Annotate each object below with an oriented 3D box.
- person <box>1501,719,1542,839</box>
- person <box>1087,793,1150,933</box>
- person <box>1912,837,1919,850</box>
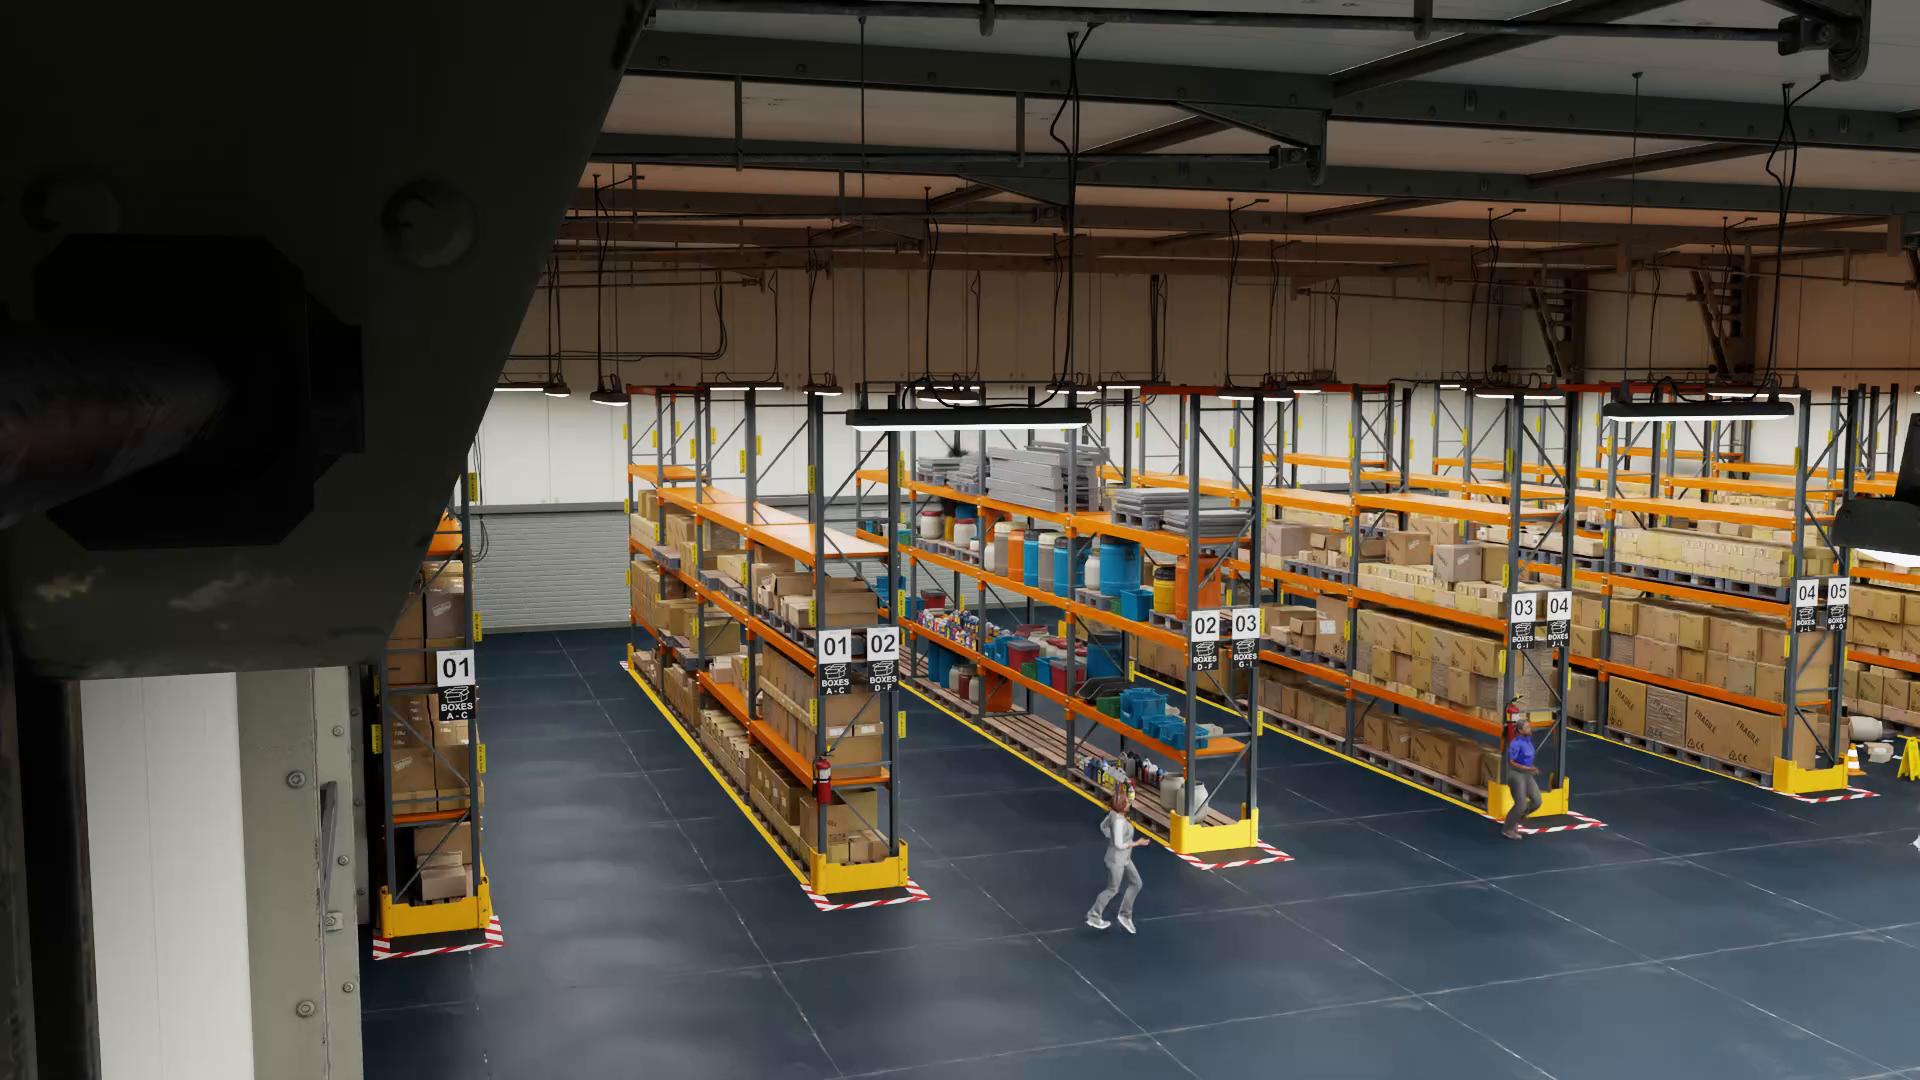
[{"bbox_3d":[7.593,3.213,22.351,0.546,1.628,0.584,5,8,43],"label":"person"},{"bbox_3d":[1.773,3.631,18.601,0.702,1.620,0.513,1,6,10],"label":"person"},{"bbox_3d":[12.634,3.261,20.917,1.063,1.763,0.701,2,6,16],"label":"person"}]
